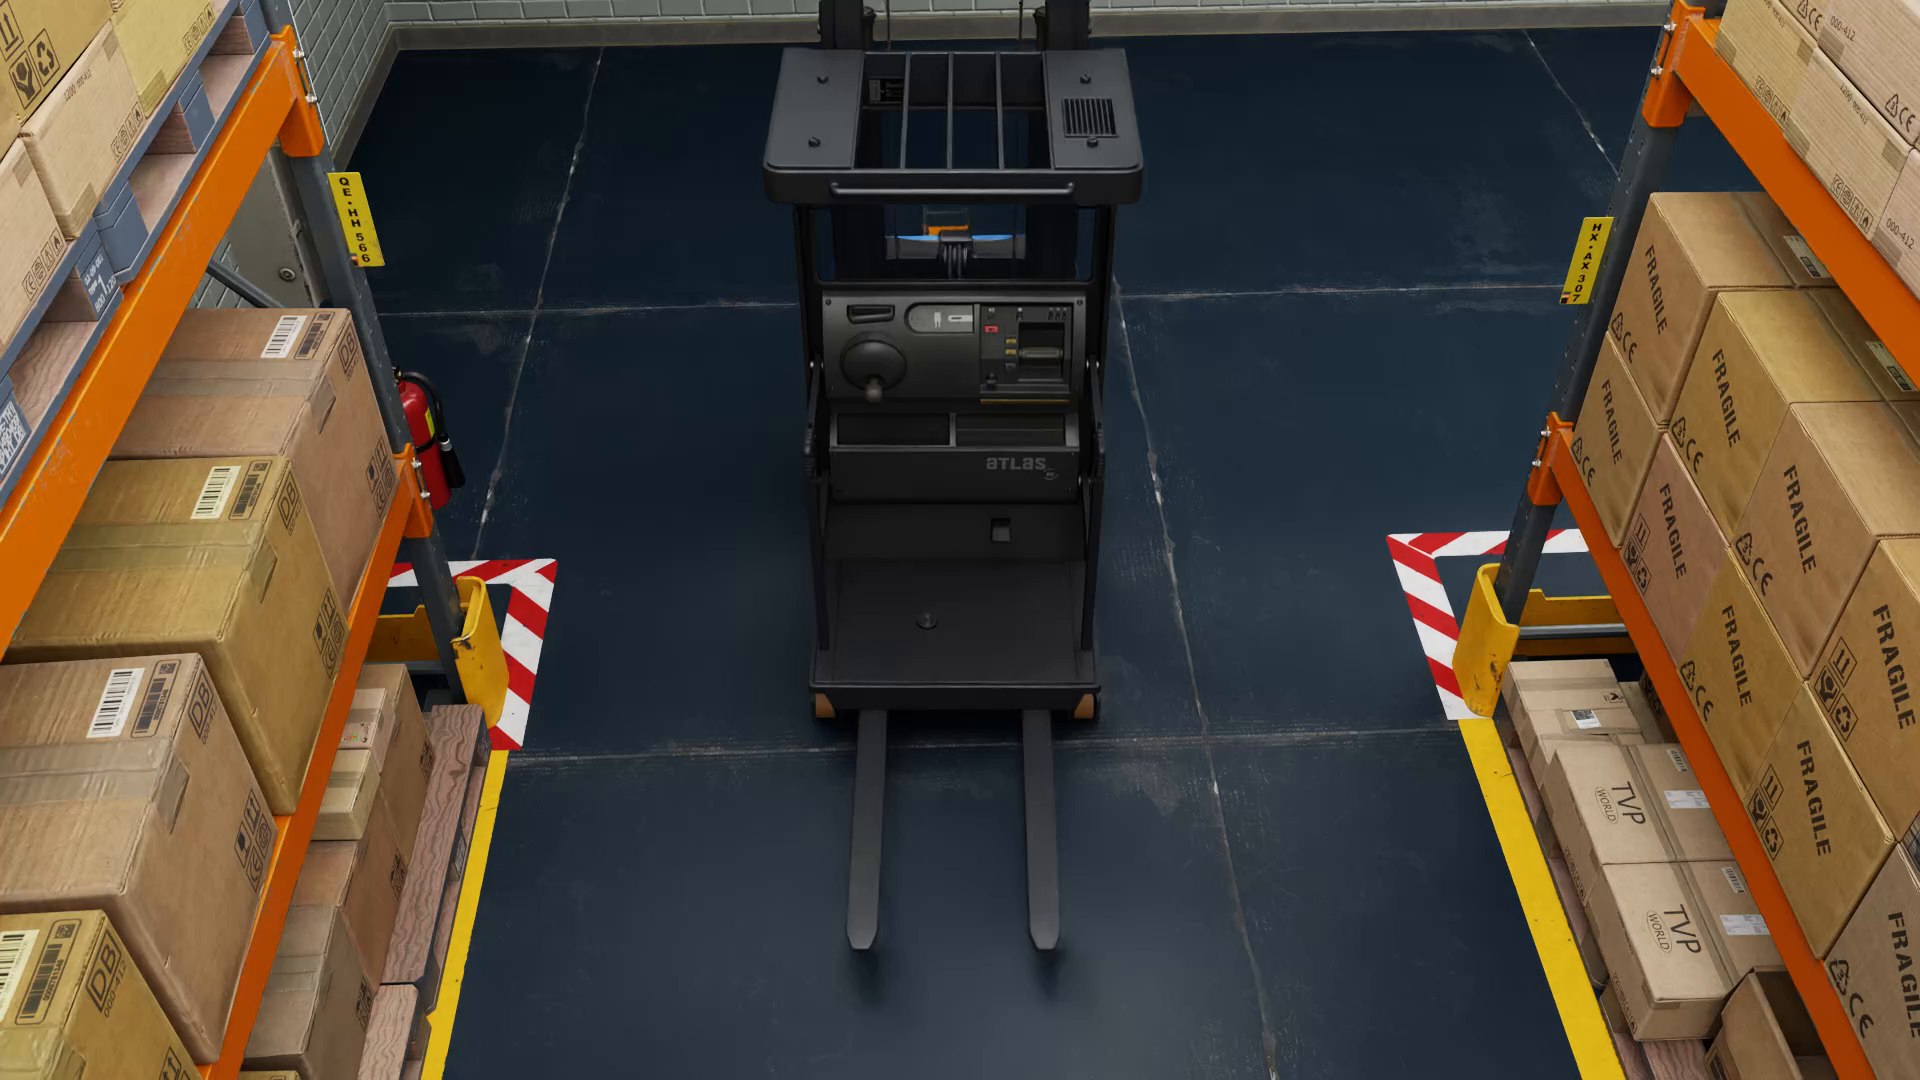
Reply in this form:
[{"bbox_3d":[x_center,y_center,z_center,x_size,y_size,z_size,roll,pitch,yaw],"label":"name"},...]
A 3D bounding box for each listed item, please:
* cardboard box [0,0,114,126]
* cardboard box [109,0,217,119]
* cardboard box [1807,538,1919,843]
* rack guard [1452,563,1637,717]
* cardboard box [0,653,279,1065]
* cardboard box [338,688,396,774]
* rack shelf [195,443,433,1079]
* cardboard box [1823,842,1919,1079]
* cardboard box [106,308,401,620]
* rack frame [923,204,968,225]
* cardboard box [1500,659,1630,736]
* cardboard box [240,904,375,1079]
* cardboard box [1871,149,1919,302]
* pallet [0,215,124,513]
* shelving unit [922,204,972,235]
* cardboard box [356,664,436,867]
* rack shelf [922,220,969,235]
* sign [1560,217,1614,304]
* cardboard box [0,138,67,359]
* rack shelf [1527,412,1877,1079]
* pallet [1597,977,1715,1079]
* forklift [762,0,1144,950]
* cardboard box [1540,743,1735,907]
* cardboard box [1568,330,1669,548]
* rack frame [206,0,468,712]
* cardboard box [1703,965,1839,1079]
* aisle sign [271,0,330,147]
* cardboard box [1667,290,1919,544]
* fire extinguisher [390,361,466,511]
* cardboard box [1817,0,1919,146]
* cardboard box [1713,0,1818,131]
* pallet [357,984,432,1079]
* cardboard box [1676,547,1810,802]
[{"bbox_3d":[-2.067,-1.146,3.231,0.500,0.500,0.500,0,43,-1],"label":"cardboard box"},{"bbox_3d":[-2.085,-1.207,3.853,0.500,0.250,0.500,0,43,0],"label":"cardboard box"},{"bbox_3d":[2.392,0.339,3.846,0.500,0.500,0.500,-2,43,-2],"label":"cardboard box"},{"bbox_3d":[2.571,0.377,6.469,1.175,0.500,0.348,-2,43,-2],"label":"rack guard"},{"bbox_3d":[-2.285,0.788,3.949,0.980,0.700,0.700,-4,43,-4],"label":"cardboard box"},{"bbox_3d":[-2.064,0.627,5.405,0.380,0.149,0.250,-2,43,-2],"label":"cardboard box"},{"bbox_3d":[-2.296,1.164,4.293,1.077,0.370,4.000,-2,43,-2],"label":"rack shelf"},{"bbox_3d":[2.413,1.042,3.819,0.500,0.500,0.500,-1,43,-1],"label":"cardboard box"},{"bbox_3d":[-2.350,-0.218,5.046,0.980,0.700,0.700,0,43,0],"label":"cardboard box"},{"bbox_3d":[-0.063,-1.117,7.692,0.200,1.050,0.008,-3,40,-3],"label":"rack frame"},{"bbox_3d":[2.242,0.585,6.176,0.380,0.149,0.250,-2,43,-2],"label":"cardboard box"},{"bbox_3d":[-2.208,1.462,4.974,0.700,0.500,0.500,-3,43,-3],"label":"cardboard box"},{"bbox_3d":[2.367,-0.617,3.595,0.500,0.250,0.500,-2,43,-2],"label":"cardboard box"},{"bbox_3d":[-2.285,-0.199,3.092,1.003,0.211,1.213,-2,43,-2],"label":"pallet"},{"bbox_3d":[-0.055,-1.040,7.598,0.215,1.050,0.252,-3,40,-3],"label":"shelving unit"},{"bbox_3d":[-2.252,0.785,5.713,0.700,0.500,0.500,-2,43,-2],"label":"cardboard box"},{"bbox_3d":[-0.056,-1.250,7.424,0.215,0.259,0.240,-3,40,-3],"label":"rack shelf"},{"bbox_3d":[2.026,-0.900,5.371,0.100,0.325,0.005,-2,43,-2],"label":"sign"},{"bbox_3d":[-2.035,-0.504,3.087,0.500,0.250,0.500,-3,43,-3],"label":"cardboard box"},{"bbox_3d":[2.653,1.019,4.451,1.077,0.370,4.000,-2,43,-2],"label":"rack shelf"},{"bbox_3d":[2.654,1.843,5.083,1.003,0.211,1.213,-2,43,-2],"label":"pallet"},{"bbox_3d":[-0.019,-0.597,5.732,1.130,2.935,3.031,0,43,0],"label":"forklift"},{"bbox_3d":[2.329,0.968,5.683,0.500,0.250,0.500,-2,43,-2],"label":"cardboard box"},{"bbox_3d":[2.323,-0.326,5.312,0.500,0.500,0.500,-1,43,-1],"label":"cardboard box"},{"bbox_3d":[-2.381,-0.452,5.523,1.000,3.000,0.127,-2,43,-2],"label":"rack frame"},{"bbox_3d":[2.653,1.594,4.813,0.797,0.503,0.637,-2,43,-2],"label":"cardboard box"},{"bbox_3d":[-2.085,-1.467,4.707,0.394,0.787,0.004,-2,43,-2],"label":"aisle sign"},{"bbox_3d":[2.353,-0.342,4.589,0.500,0.500,0.500,-1,43,-1],"label":"cardboard box"},{"bbox_3d":[-1.927,-0.401,5.800,0.296,0.674,0.183,-2,43,-2],"label":"fire extinguisher"},{"bbox_3d":[2.344,-1.139,3.794,0.500,0.250,0.500,-2,43,-2],"label":"cardboard box"},{"bbox_3d":[2.335,-1.293,4.331,0.500,0.250,0.500,-2,43,-2],"label":"cardboard box"},{"bbox_3d":[-2.220,1.936,4.982,1.003,0.211,1.213,-2,43,-2],"label":"pallet"},{"bbox_3d":[2.369,0.361,4.562,0.500,0.500,0.500,-2,43,-2],"label":"cardboard box"}]
